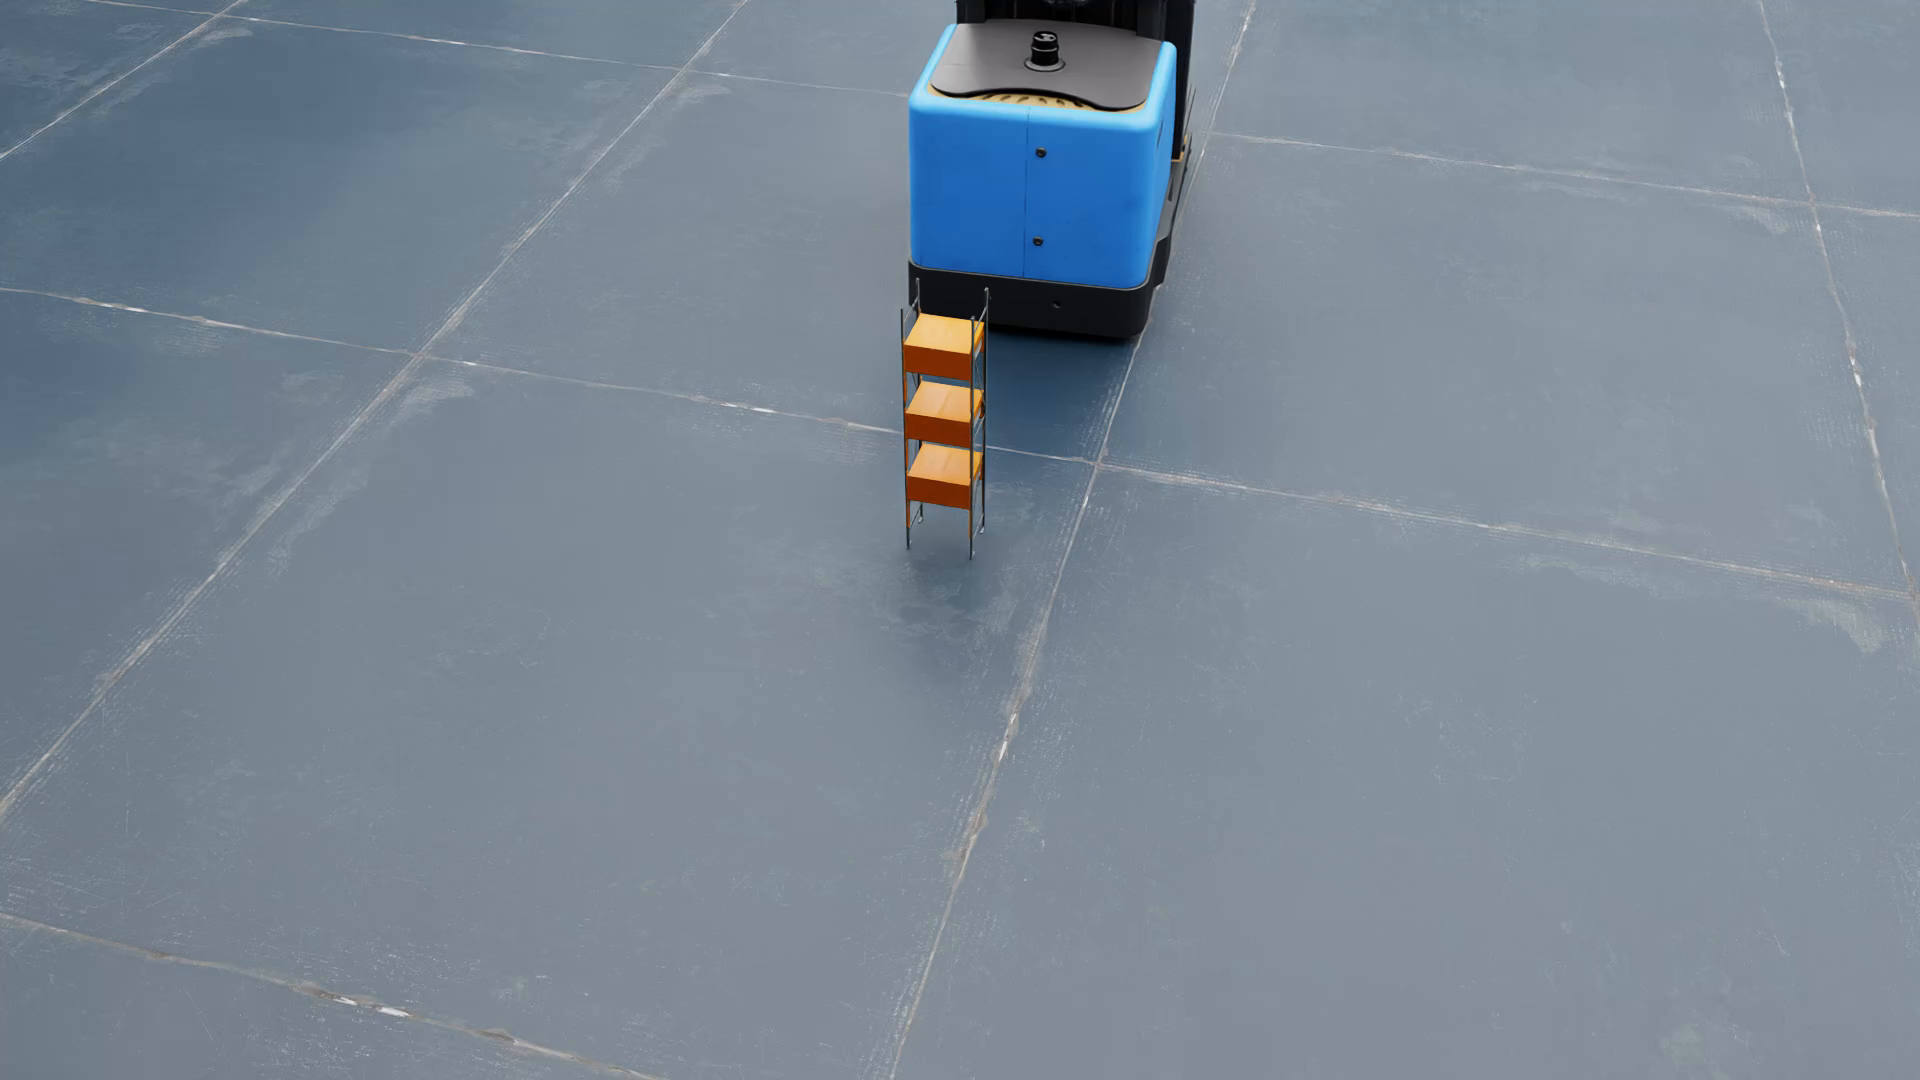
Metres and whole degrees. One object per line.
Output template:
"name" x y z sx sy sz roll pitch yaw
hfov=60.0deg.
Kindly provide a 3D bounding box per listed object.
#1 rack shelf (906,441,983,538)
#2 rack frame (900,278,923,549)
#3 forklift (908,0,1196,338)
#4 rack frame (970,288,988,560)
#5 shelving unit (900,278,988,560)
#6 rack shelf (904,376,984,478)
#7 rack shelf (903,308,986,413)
"rack shelf" -0.052 -0.190 6.109 0.240 0.259 0.215 10 41 11
"rack frame" -0.170 -0.431 5.947 0.008 1.050 0.200 10 41 11
"forklift" 0.575 -2.948 7.482 1.130 2.935 3.031 8 41 9
"rack frame" 0.066 -0.391 5.899 0.008 1.050 0.200 10 41 11
"shelving unit" -0.052 -0.411 5.923 0.252 1.050 0.215 10 41 11
"rack shelf" -0.052 -0.403 5.930 0.240 0.259 0.215 10 41 11
"rack shelf" -0.052 -0.620 5.747 0.240 0.259 0.215 10 41 11
